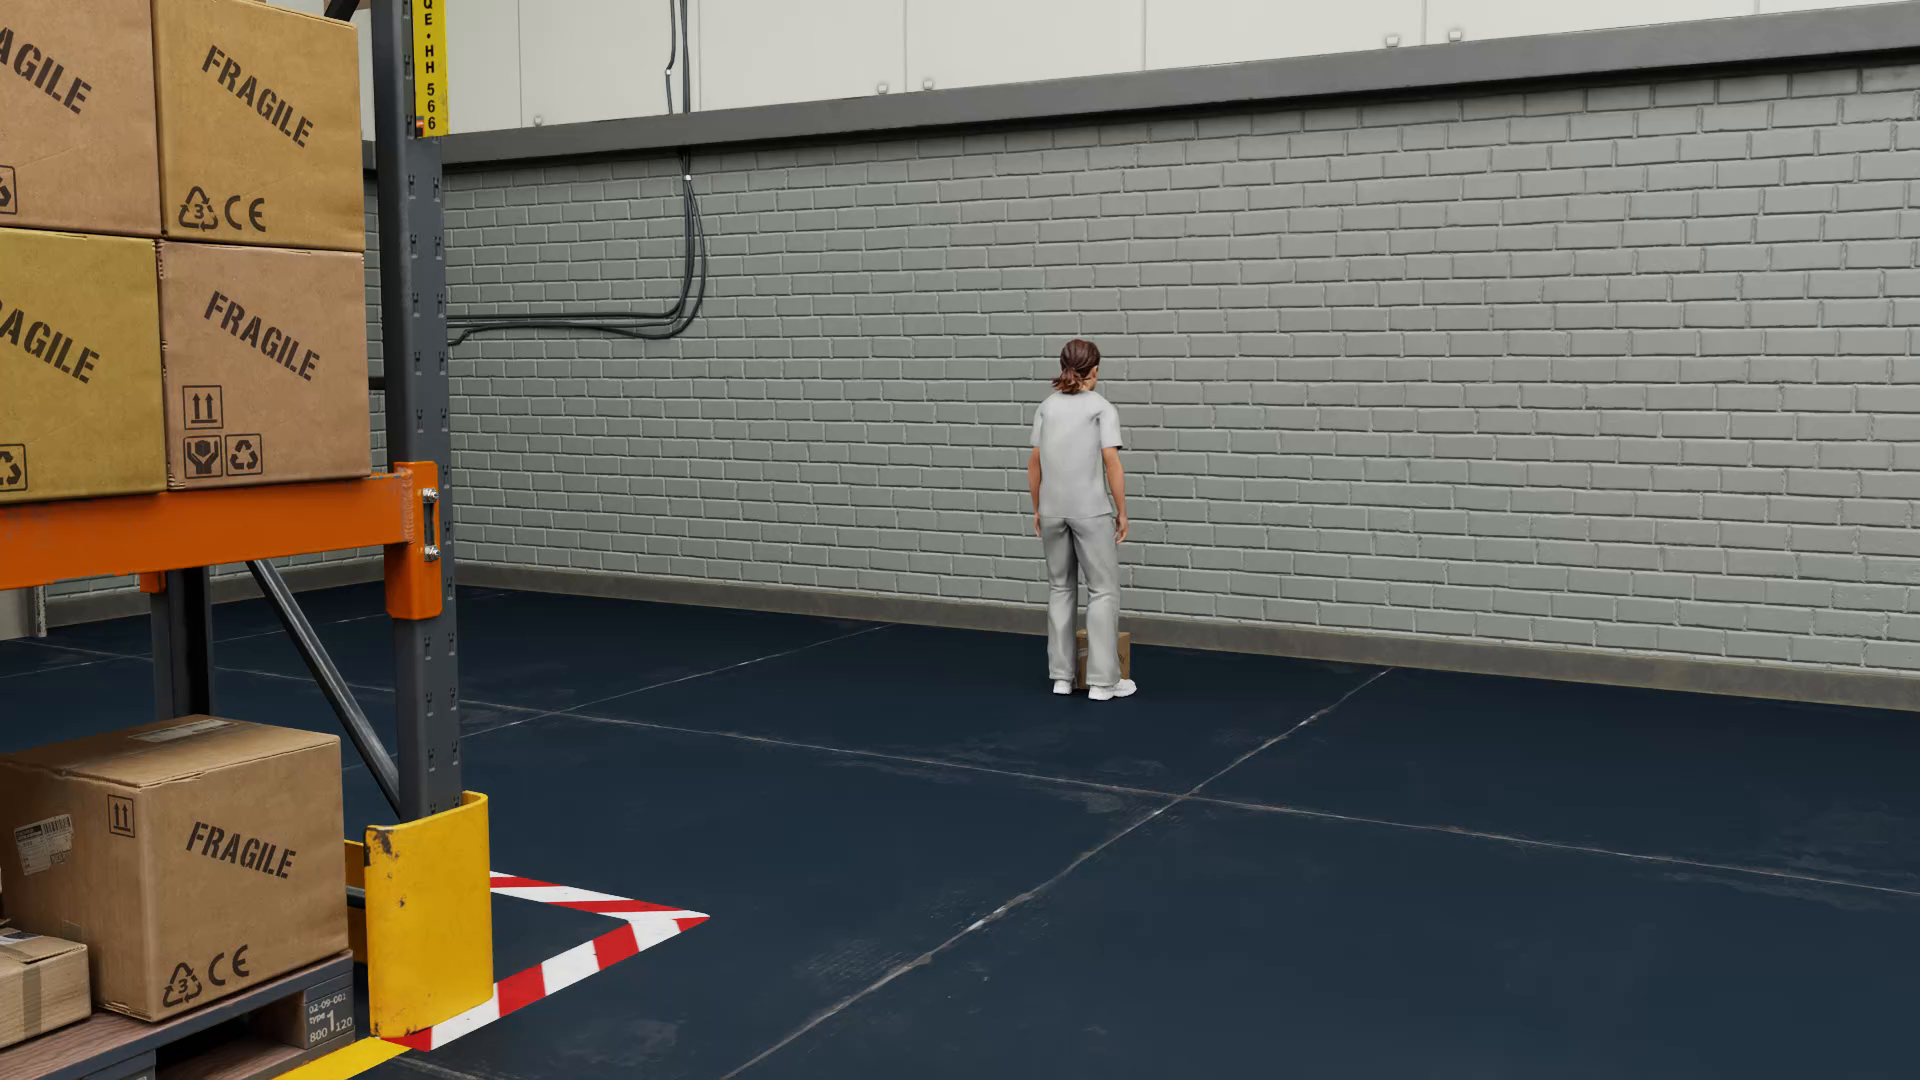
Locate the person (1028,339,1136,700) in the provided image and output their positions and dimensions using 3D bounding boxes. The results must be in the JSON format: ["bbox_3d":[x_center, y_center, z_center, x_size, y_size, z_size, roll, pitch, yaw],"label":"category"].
[{"bbox_3d":[0.567,-0.104,7.816,0.490,1.673,0.404,3,7,28],"label":"person"}]
